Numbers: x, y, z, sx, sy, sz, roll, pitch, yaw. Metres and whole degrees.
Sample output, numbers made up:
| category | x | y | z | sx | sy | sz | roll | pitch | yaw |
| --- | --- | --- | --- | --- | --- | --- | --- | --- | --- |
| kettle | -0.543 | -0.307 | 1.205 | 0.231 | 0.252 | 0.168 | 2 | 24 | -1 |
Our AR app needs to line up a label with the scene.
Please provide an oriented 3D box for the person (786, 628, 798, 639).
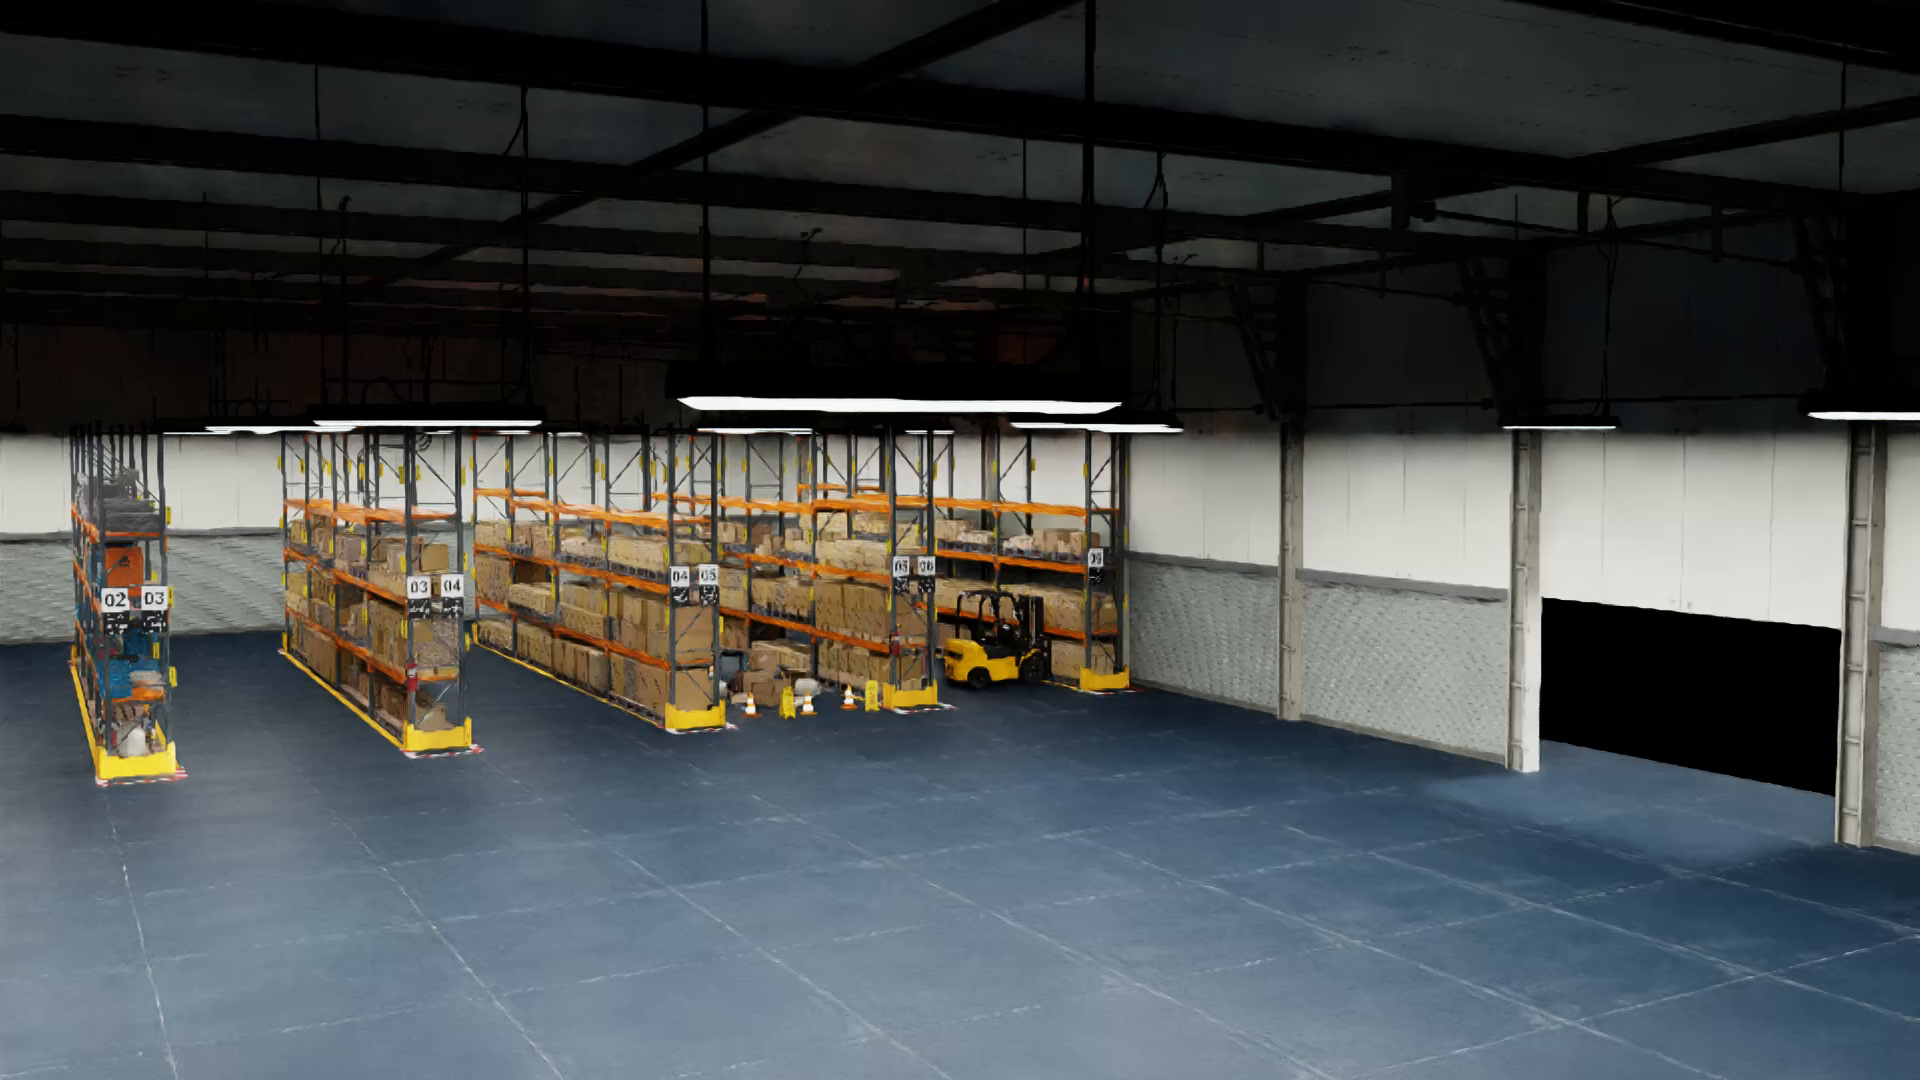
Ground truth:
| category | x | y | z | sx | sy | sz | roll | pitch | yaw |
| --- | --- | --- | --- | --- | --- | --- | --- | --- | --- |
| person | -5.099 | 1.965 | 46.991 | 0.863 | 1.690 | 0.700 | 3 | 5 | 44 |

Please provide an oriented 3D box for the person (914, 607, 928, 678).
| category | x | y | z | sx | sy | sz | roll | pitch | yaw |
| --- | --- | --- | --- | --- | --- | --- | --- | --- | --- |
| person | -1.003 | 2.430 | 39.542 | 0.482 | 1.674 | 0.492 | 0 | 4 | 0 |

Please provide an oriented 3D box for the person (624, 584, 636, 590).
| category | x | y | z | sx | sy | sz | roll | pitch | yaw |
| --- | --- | --- | --- | --- | --- | --- | --- | --- | --- |
| person | -10.628 | 1.598 | 52.952 | 0.518 | 1.713 | 0.721 | 1 | 4 | 20 |
